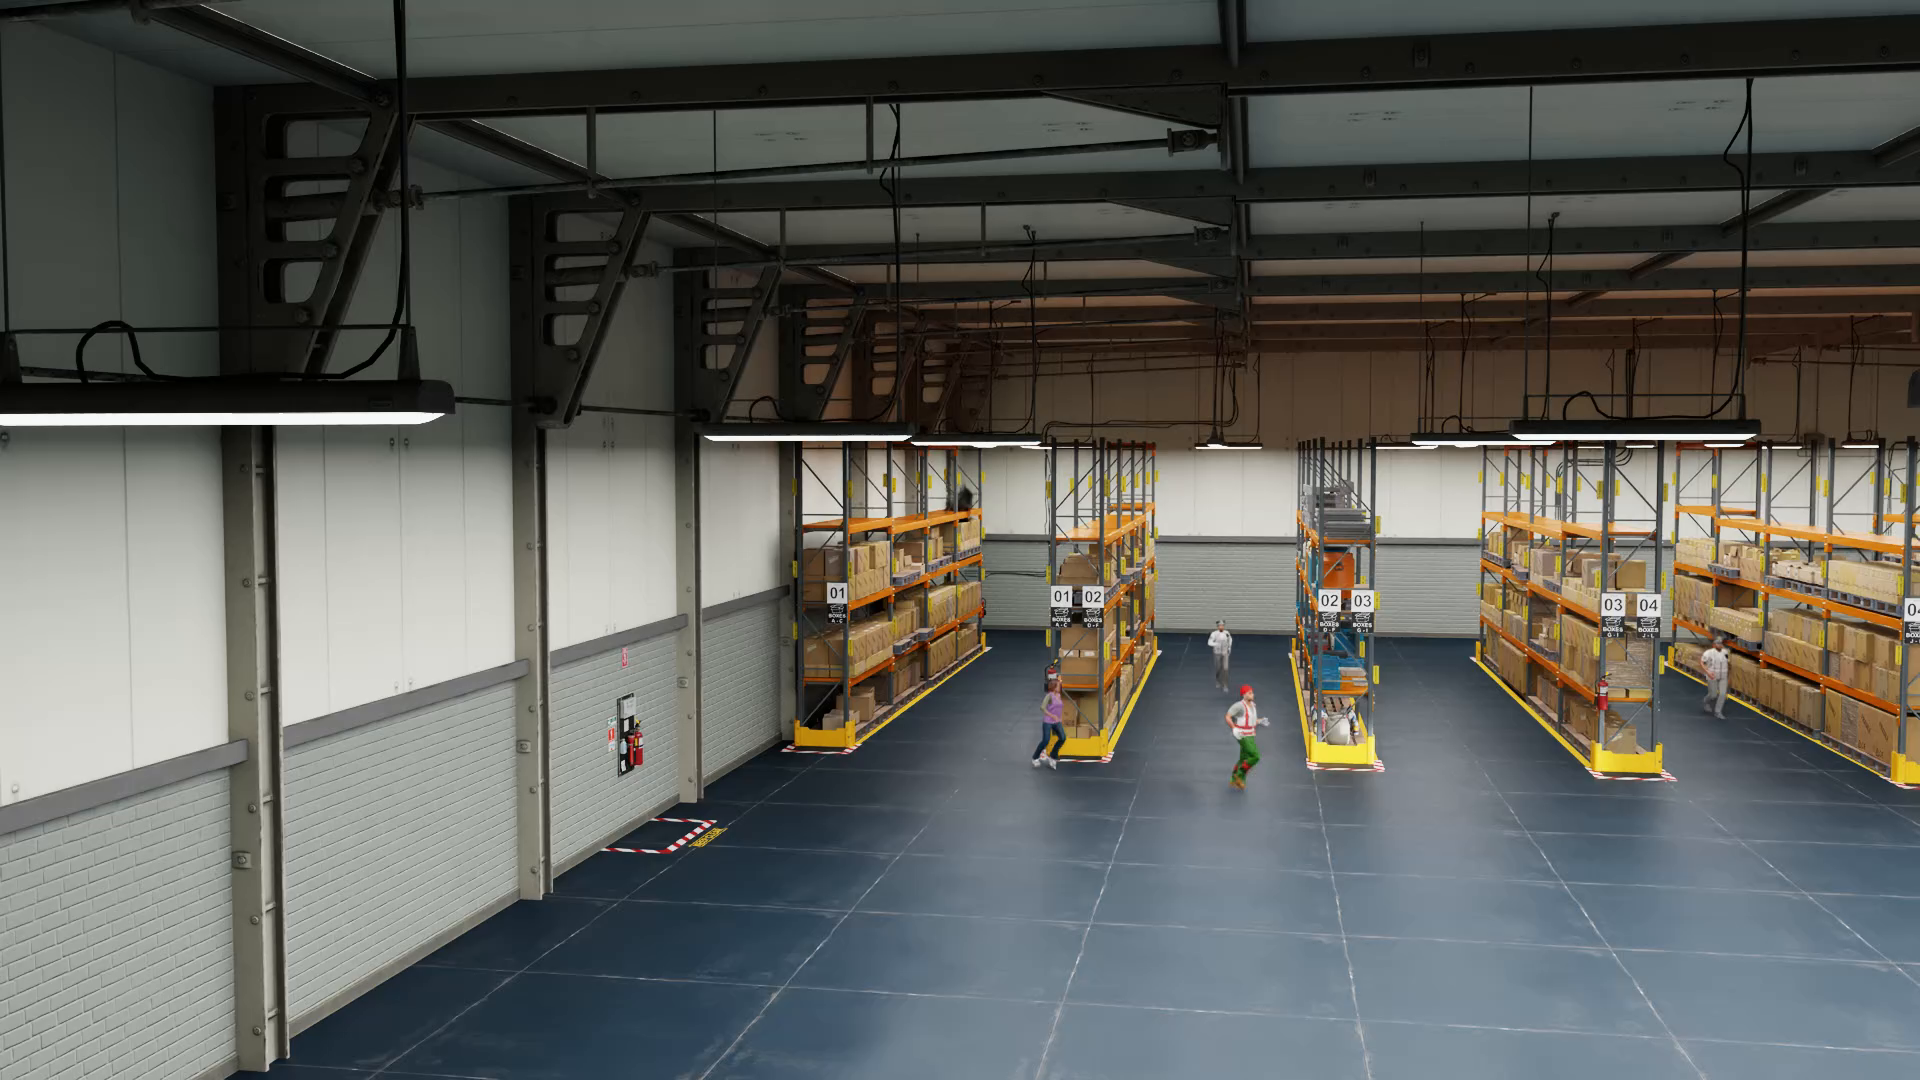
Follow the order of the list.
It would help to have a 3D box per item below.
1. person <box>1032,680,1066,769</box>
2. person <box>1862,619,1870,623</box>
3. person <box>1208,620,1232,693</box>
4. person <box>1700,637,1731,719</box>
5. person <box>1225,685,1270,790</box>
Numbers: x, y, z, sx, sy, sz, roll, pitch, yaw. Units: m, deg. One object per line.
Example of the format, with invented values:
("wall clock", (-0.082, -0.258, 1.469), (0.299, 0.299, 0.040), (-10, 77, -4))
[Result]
("person", (1.681, 3.341, 30.248), (0.599, 1.585, 0.612), (-3, 4, -42))
("person", (24.627, 2.494, 45.087), (0.709, 1.714, 0.760), (2, 4, 37))
("person", (6.236, 2.758, 39.814), (0.604, 1.720, 0.838), (0, 3, 2))
("person", (16.359, 2.959, 35.980), (0.669, 1.751, 0.689), (0, 3, 2))
("person", (4.899, 3.340, 28.217), (0.659, 1.762, 0.625), (2, 4, 34))
